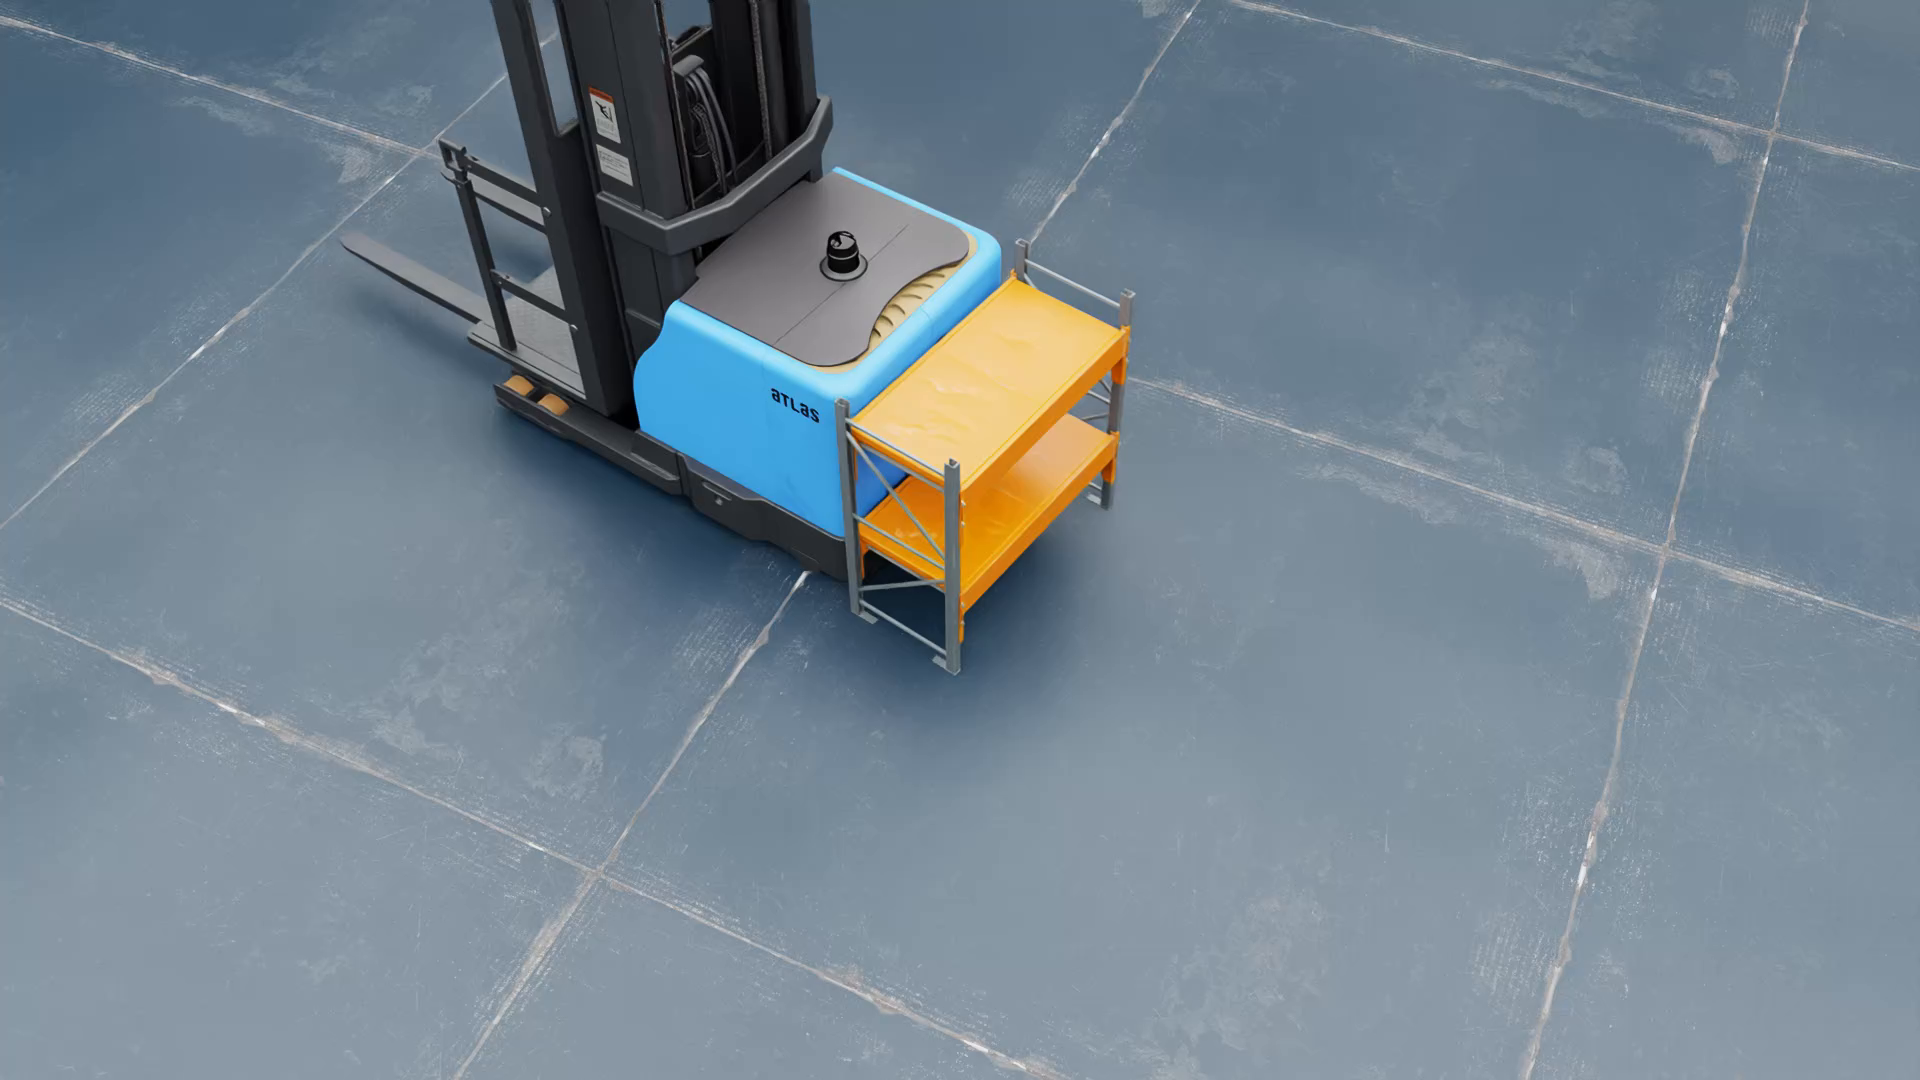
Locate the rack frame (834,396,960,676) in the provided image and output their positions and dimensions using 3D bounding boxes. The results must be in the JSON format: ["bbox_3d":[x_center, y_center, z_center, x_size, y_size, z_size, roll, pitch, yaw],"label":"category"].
[{"bbox_3d":[-0.207,0.013,5.815,0.500,1.125,0.032,30,56,23],"label":"rack frame"}]

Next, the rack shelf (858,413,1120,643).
[{"bbox_3d":[0.100,-0.137,6.264,0.538,0.278,1.000,30,56,23],"label":"rack shelf"}]

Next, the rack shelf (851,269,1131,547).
[{"bbox_3d":[0.100,-0.485,5.855,0.538,0.278,1.000,30,56,23],"label":"rack shelf"}]

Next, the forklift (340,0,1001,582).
[{"bbox_3d":[-1.334,-1.697,6.084,3.031,2.935,1.130,28,55,22],"label":"forklift"}]

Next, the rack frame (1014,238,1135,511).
[{"bbox_3d":[0.407,-0.604,6.340,0.500,1.125,0.032,30,56,23],"label":"rack frame"}]

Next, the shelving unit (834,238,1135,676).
[{"bbox_3d":[0.100,-0.295,6.078,0.538,1.125,1.048,30,56,23],"label":"shelving unit"}]
